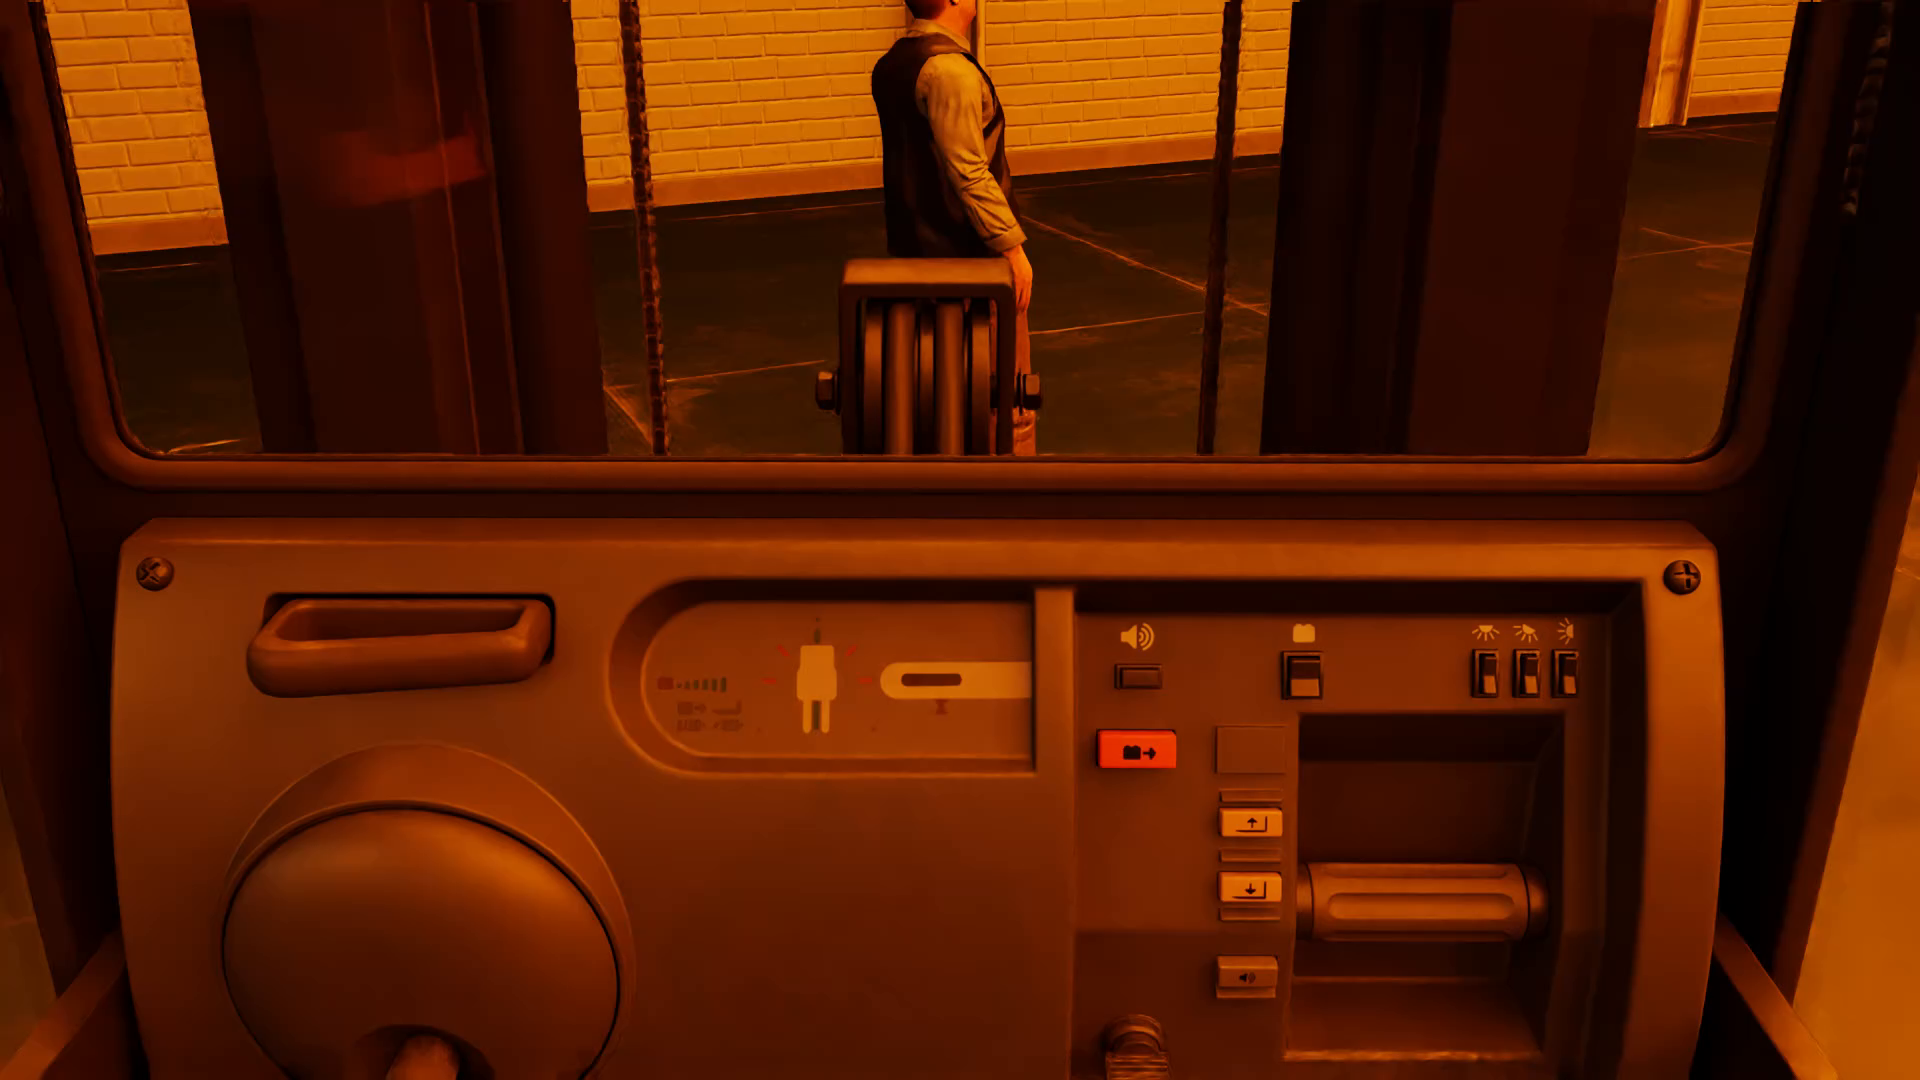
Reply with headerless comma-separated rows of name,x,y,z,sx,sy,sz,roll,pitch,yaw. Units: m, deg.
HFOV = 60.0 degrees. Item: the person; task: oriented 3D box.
person,0.059,-0.809,4.791,0.568,1.720,0.632,-10,25,-23
